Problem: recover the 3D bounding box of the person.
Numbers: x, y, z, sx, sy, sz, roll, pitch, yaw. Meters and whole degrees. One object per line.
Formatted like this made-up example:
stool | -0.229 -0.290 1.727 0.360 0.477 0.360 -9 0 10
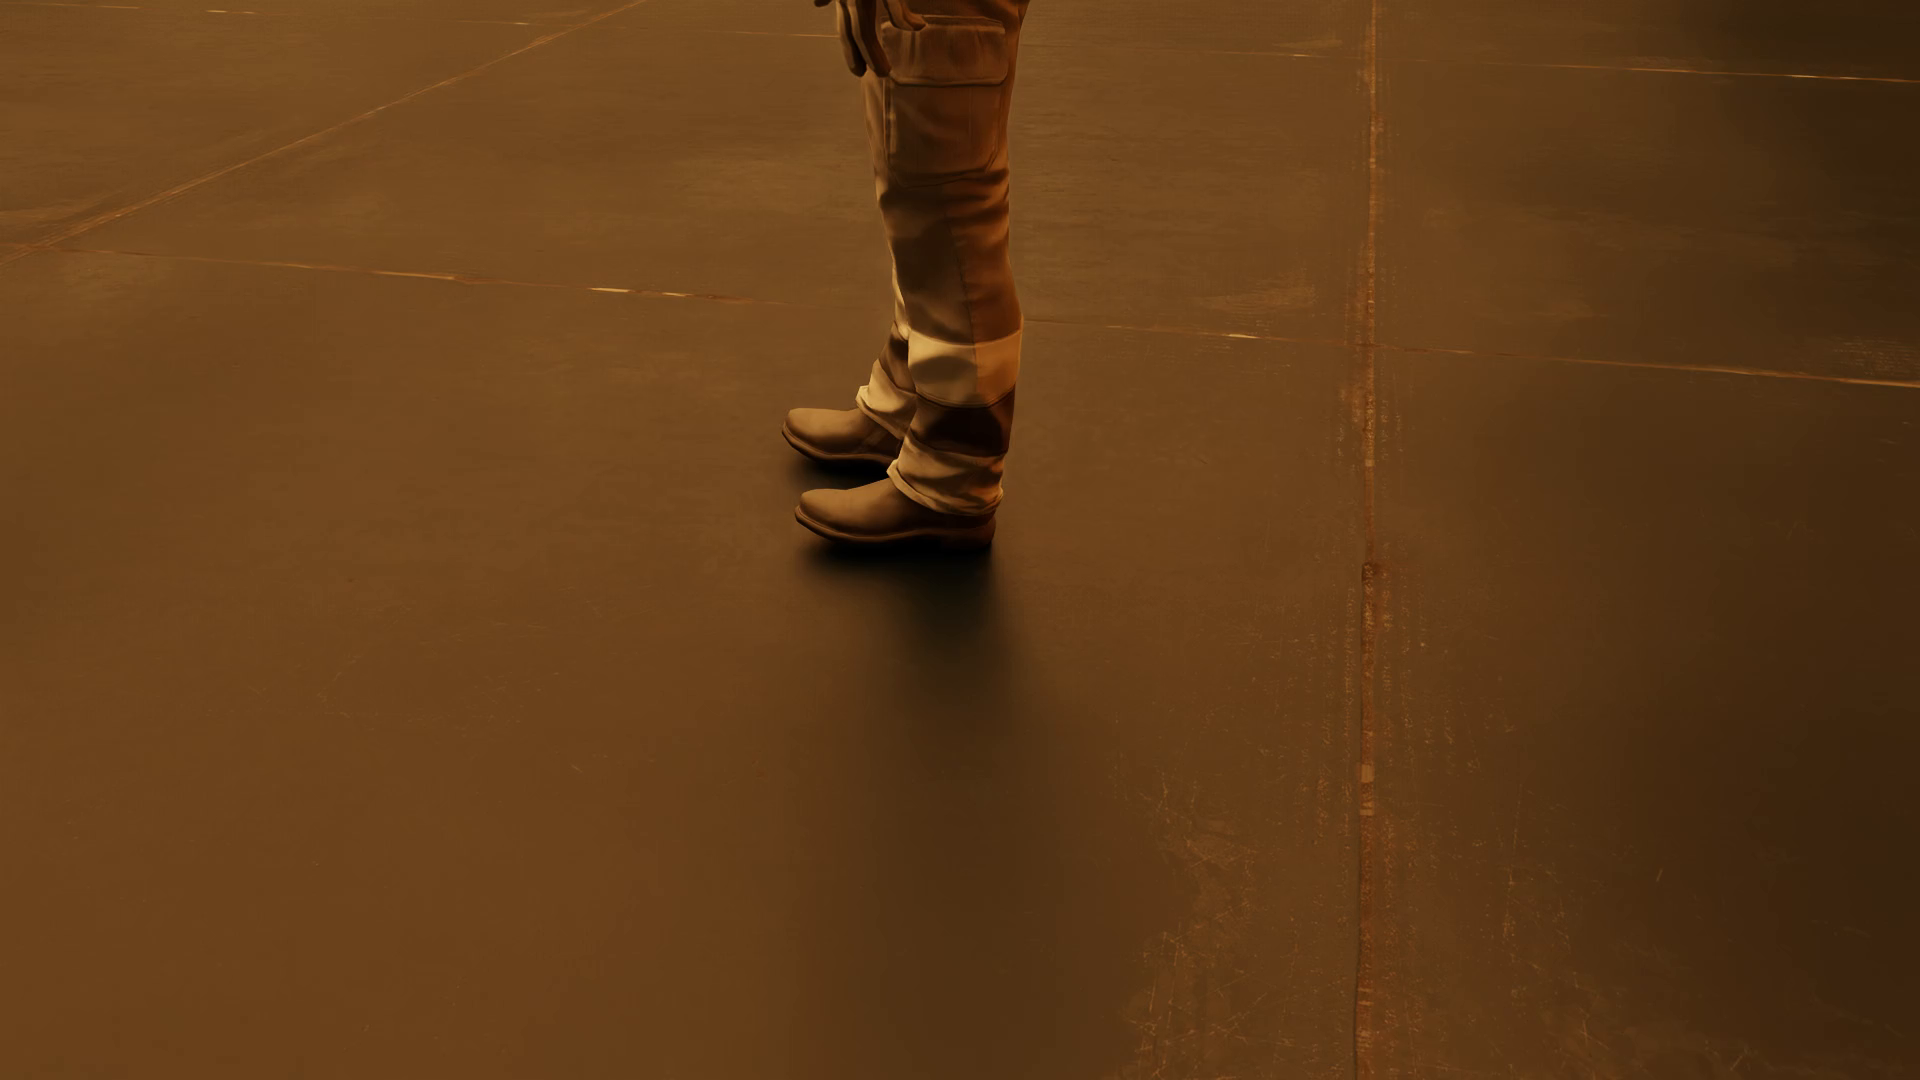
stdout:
person | -0.075 -0.819 2.120 0.564 1.787 0.637 6 27 11
